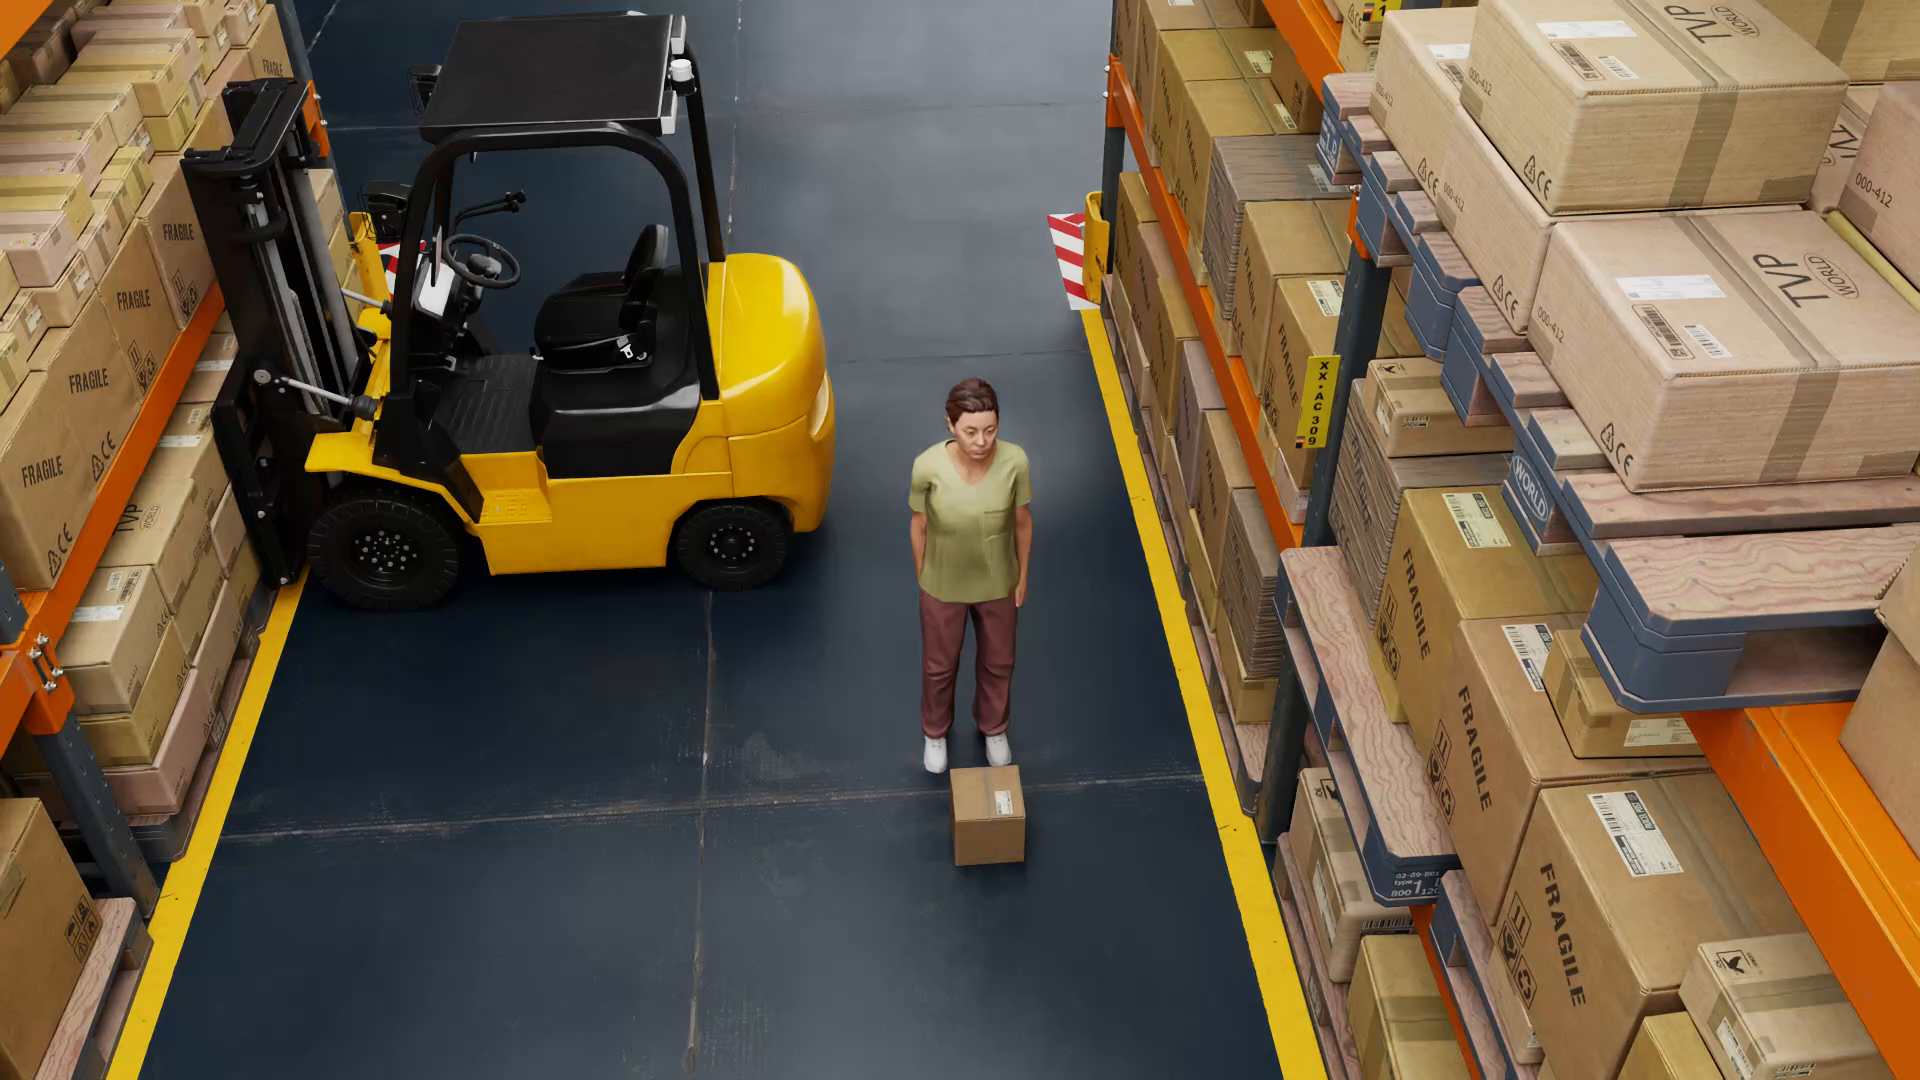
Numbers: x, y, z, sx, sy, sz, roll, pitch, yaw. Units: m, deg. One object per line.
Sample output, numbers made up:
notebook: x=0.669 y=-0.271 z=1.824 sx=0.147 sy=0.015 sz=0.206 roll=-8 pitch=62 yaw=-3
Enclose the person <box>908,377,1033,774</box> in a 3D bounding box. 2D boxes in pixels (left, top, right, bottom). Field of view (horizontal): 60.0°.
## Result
person: x=0.042 y=0.145 z=5.988 sx=0.438 sy=1.675 sz=0.353 roll=-4 pitch=39 yaw=-5
